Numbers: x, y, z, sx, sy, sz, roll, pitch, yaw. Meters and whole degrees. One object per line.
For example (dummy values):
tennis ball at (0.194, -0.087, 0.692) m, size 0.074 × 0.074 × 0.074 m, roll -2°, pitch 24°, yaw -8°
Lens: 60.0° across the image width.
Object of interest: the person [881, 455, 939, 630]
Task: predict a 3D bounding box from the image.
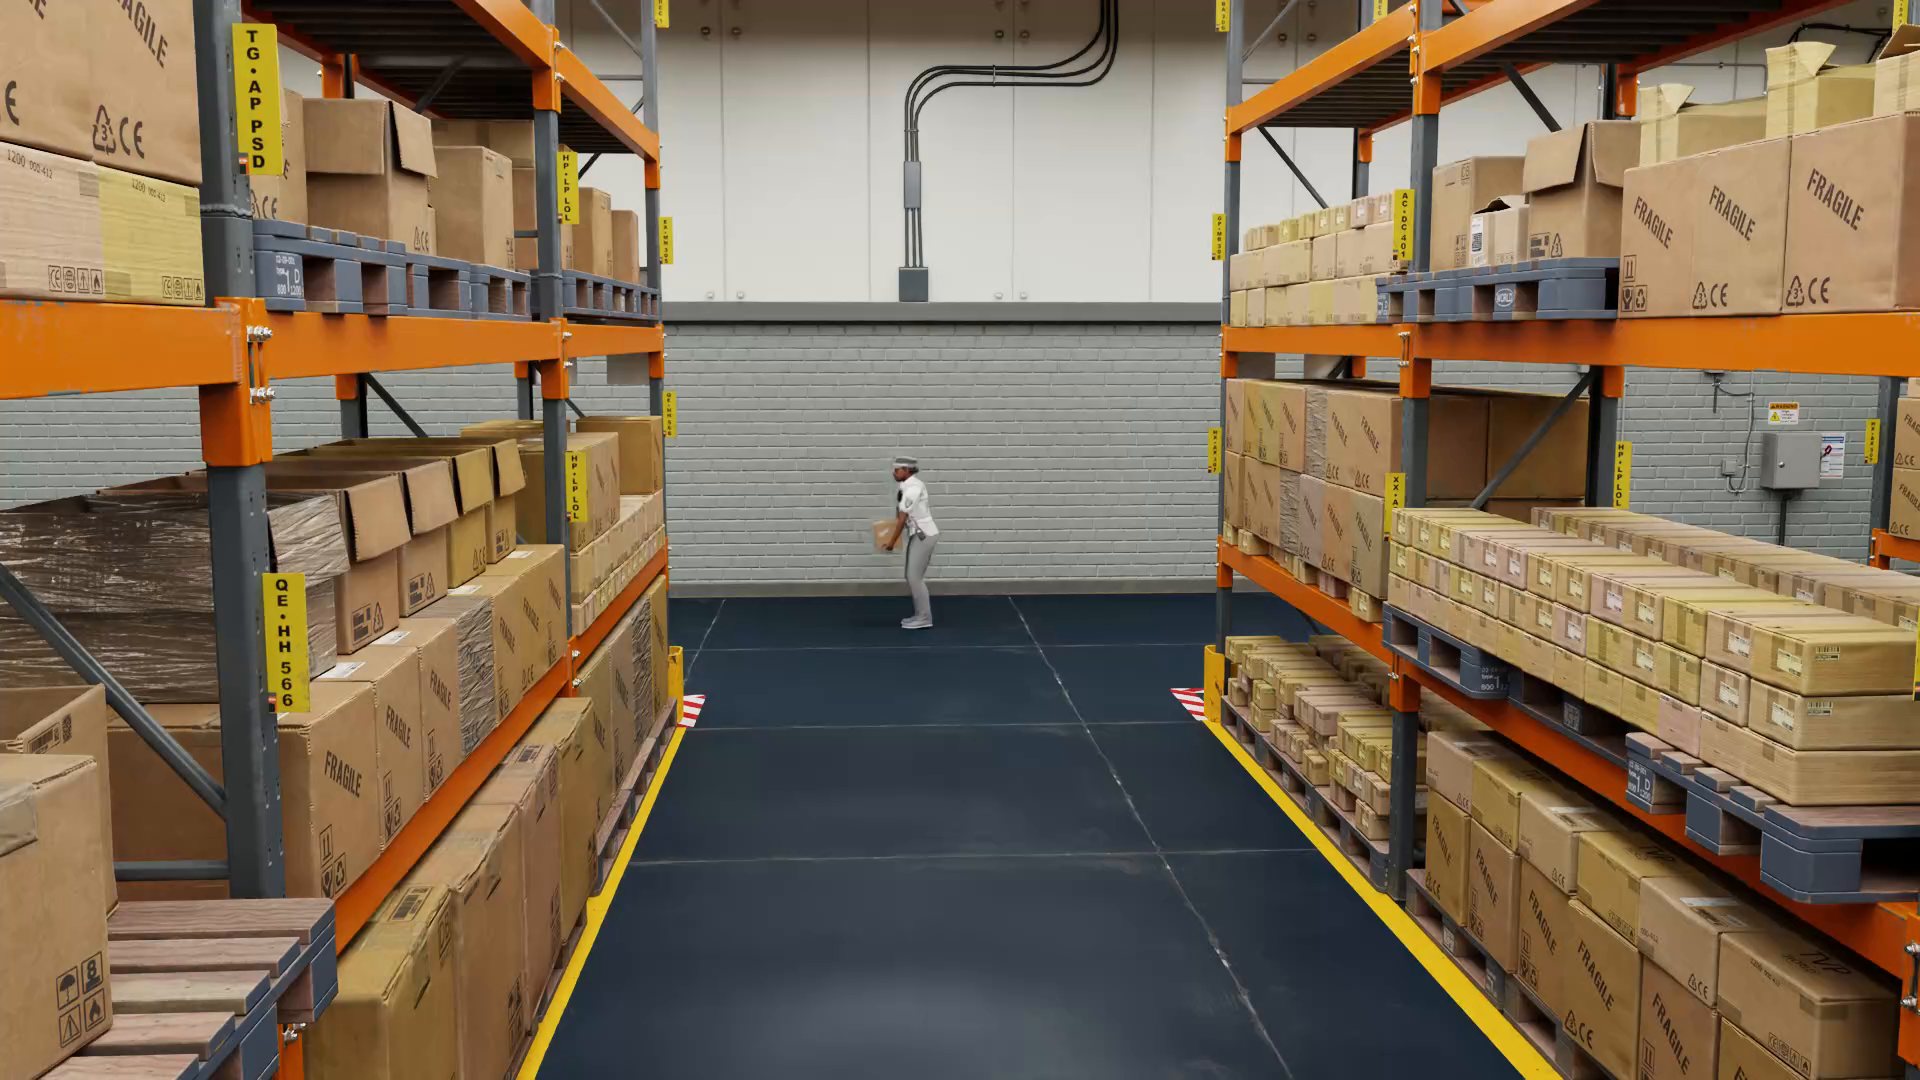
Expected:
person at (-0.479, 0.014, 15.750) m, size 0.554 × 1.646 × 0.416 m, roll -1°, pitch 7°, yaw -5°
